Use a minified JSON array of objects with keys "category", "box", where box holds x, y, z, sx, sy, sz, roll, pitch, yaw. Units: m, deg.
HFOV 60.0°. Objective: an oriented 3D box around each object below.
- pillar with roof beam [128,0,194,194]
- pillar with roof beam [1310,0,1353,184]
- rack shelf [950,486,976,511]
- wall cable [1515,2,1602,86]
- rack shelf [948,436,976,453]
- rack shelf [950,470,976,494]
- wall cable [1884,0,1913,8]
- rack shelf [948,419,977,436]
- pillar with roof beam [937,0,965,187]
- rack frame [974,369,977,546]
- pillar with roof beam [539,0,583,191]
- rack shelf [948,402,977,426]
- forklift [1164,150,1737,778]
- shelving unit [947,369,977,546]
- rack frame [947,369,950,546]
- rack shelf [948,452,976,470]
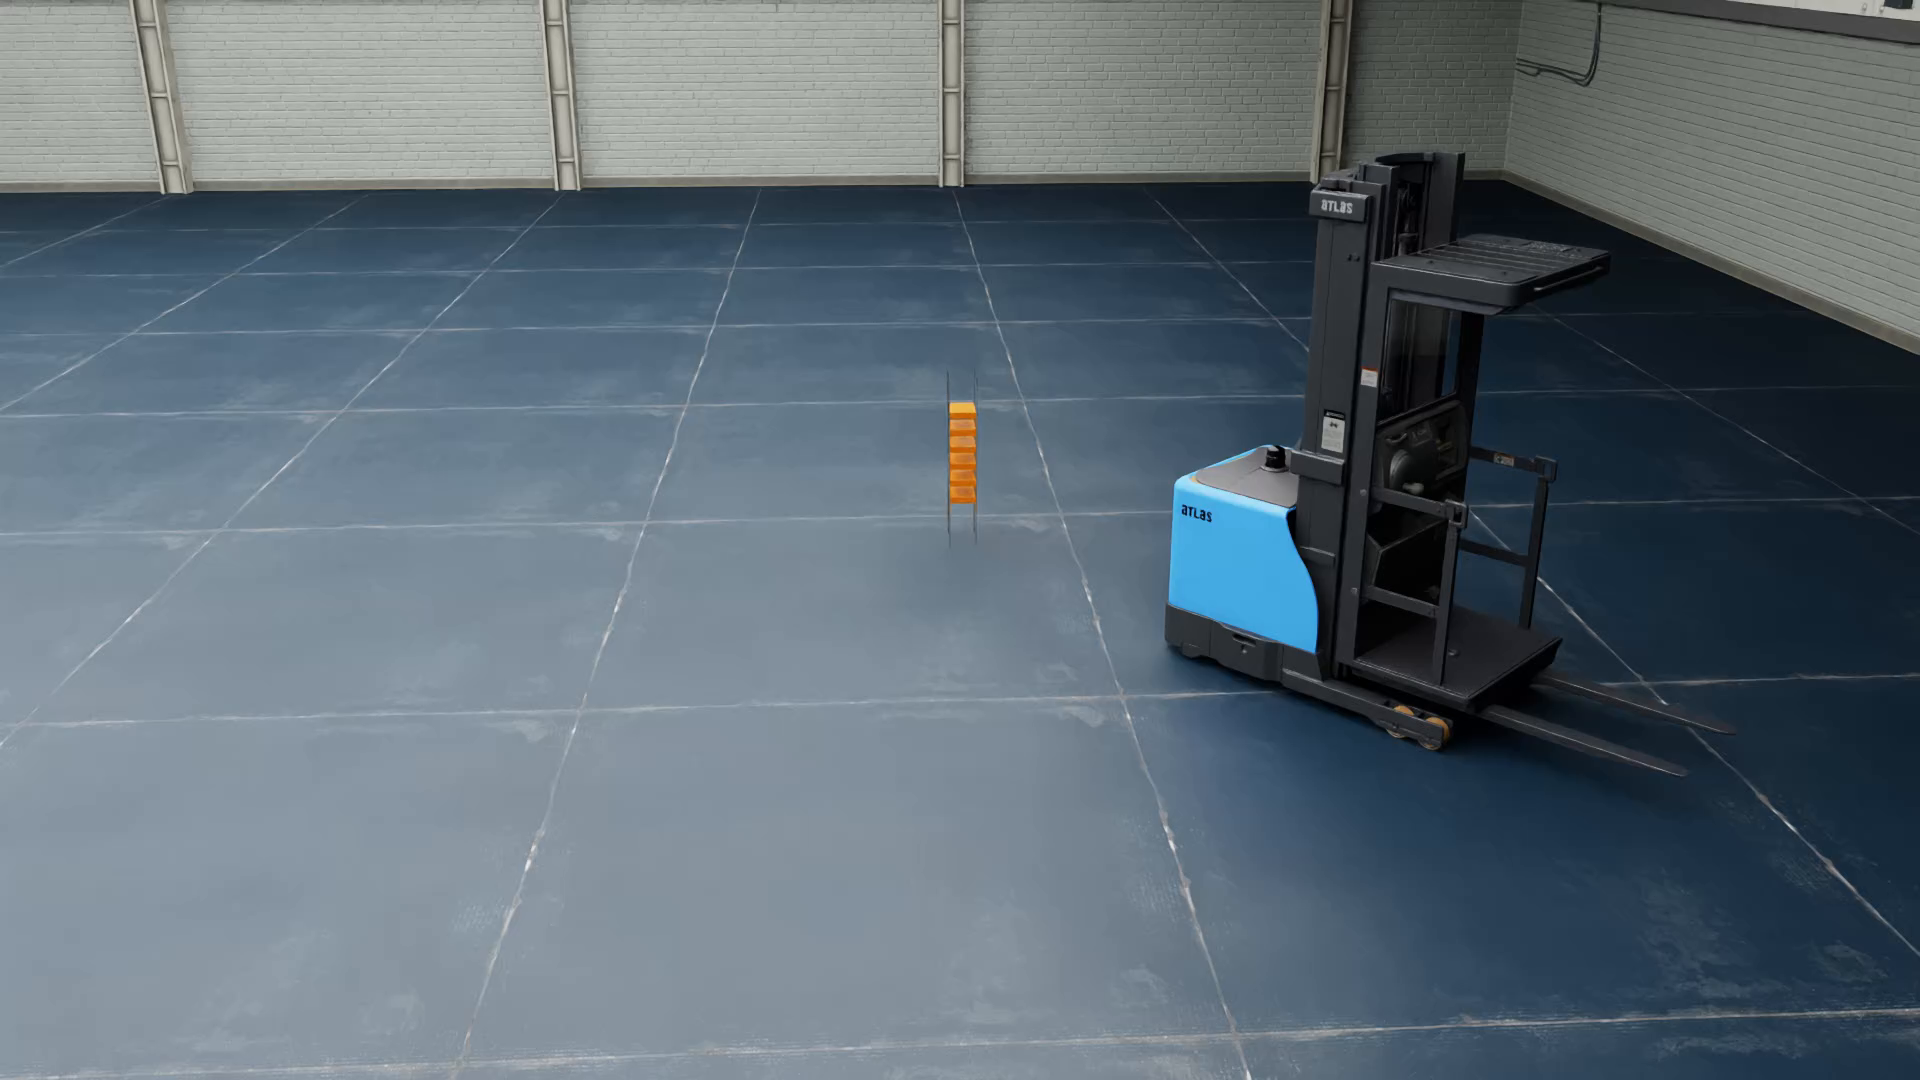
[{"category":"pillar with roof beam","box":[-11.874,-8.064,20.155,0.400,9.000,9.100,-1,21,-3]},{"category":"pillar with roof beam","box":[6.097,-8.430,21.116,0.400,9.000,9.100,-1,21,-3]},{"category":"rack shelf","box":[0.014,-0.295,11.509,0.180,0.103,0.258,-1,21,-3]},{"category":"wall cable","box":[8.868,-8.098,24.608,0.112,2.526,3.097,-1,21,-3]},{"category":"rack shelf","box":[0.014,-0.632,11.381,0.180,0.103,0.258,-1,21,-3]},{"category":"rack shelf","box":[0.014,-0.407,11.467,0.180,0.103,0.258,-1,21,-3]},{"category":"wall cable","box":[9.394,-7.766,14.592,0.169,6.003,2.305,-1,21,-3]},{"category":"rack shelf","box":[0.014,-0.744,11.339,0.180,0.103,0.258,-1,21,-3]},{"category":"pillar with roof beam","box":[0.107,-8.308,20.796,0.400,9.000,9.100,-1,21,-3]},{"category":"rack frame","box":[0.106,-0.563,11.413,0.006,1.200,0.240,-1,21,-3]},{"category":"pillar with roof beam","box":[-5.884,-8.186,20.476,0.400,9.000,9.100,-1,21,-3]},{"category":"rack shelf","box":[0.014,-0.856,11.296,0.180,0.103,0.258,-1,21,-3]},{"category":"forklift","box":[2.627,-0.478,8.758,3.031,2.935,1.130,19,28,40]},{"category":"shelving unit","box":[0.014,-0.561,11.408,0.189,1.200,0.258,-1,21,-3]},{"category":"rack frame","box":[-0.077,-0.559,11.403,0.006,1.200,0.240,-1,21,-3]},{"category":"rack shelf","box":[0.014,-0.520,11.424,0.180,0.103,0.258,-1,21,-3]}]
